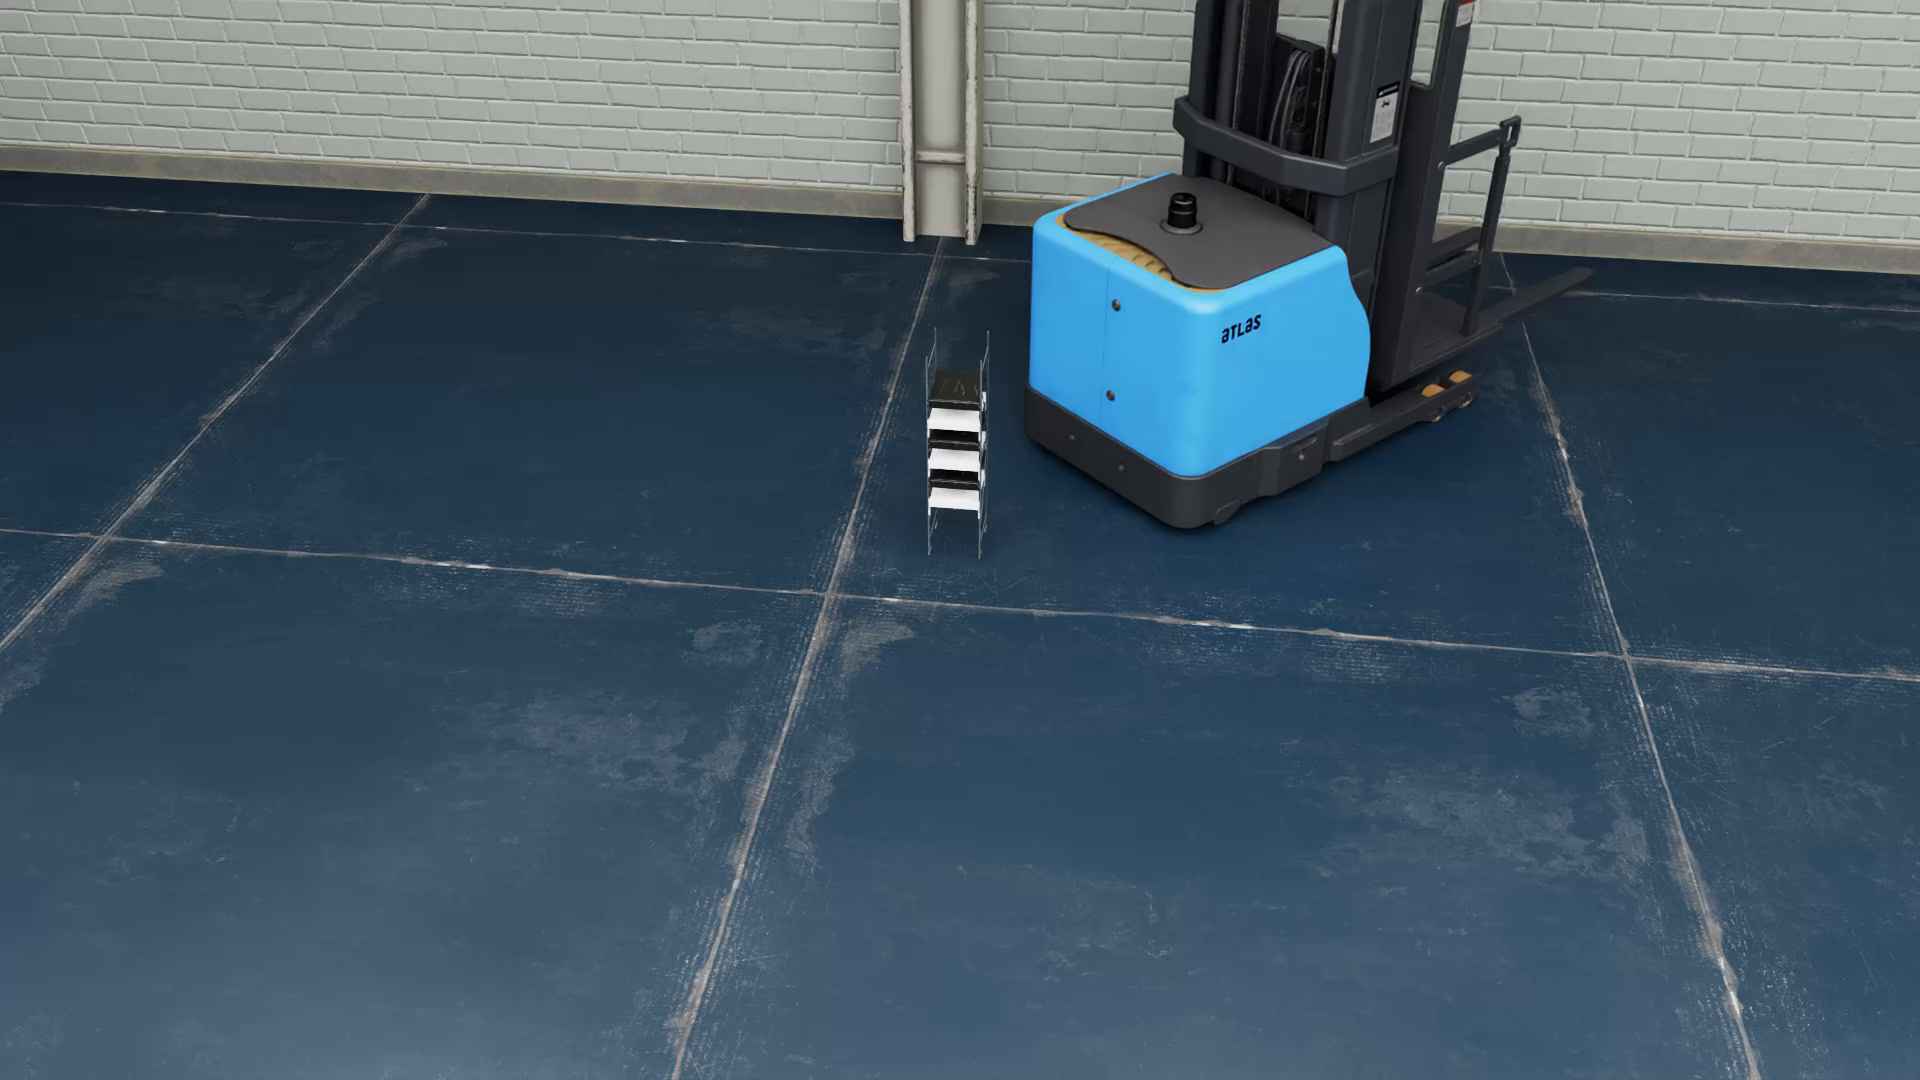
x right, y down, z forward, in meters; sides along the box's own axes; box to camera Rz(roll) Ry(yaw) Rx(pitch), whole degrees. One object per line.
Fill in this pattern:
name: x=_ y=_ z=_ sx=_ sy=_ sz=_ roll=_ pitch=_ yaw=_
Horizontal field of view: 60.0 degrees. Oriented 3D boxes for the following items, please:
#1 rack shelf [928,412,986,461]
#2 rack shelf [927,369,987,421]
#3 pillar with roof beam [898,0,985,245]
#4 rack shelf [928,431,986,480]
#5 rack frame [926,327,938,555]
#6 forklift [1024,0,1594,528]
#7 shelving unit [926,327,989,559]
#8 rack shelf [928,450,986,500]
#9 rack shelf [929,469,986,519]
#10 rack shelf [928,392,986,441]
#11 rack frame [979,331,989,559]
rack shelf: x=-0.008 y=-0.413 z=6.457 sx=0.200 sy=0.077 sz=0.258 roll=4 pitch=36 yaw=6
rack shelf: x=-0.008 y=-0.560 z=6.352 sx=0.200 sy=0.077 sz=0.258 roll=4 pitch=36 yaw=6
pillar with roof beam: x=-0.639 y=-2.880 z=3.039 sx=0.400 sy=9.000 sz=9.100 roll=4 pitch=36 yaw=6
rack shelf: x=-0.008 y=-0.340 z=6.509 sx=0.200 sy=0.077 sz=0.258 roll=4 pitch=36 yaw=6
rack frame: x=-0.109 y=-0.374 z=6.500 sx=0.006 sy=0.900 sz=0.240 roll=4 pitch=36 yaw=6
forklift: x=1.749 y=-1.942 z=6.948 sx=3.031 sy=2.935 sz=1.130 roll=-25 pitch=42 yaw=-31
shelving unit: x=-0.008 y=-0.367 z=6.489 sx=0.210 sy=0.900 sz=0.258 roll=4 pitch=36 yaw=6
rack shelf: x=-0.008 y=-0.267 z=6.561 sx=0.200 sy=0.077 sz=0.258 roll=4 pitch=36 yaw=6
rack shelf: x=-0.008 y=-0.193 z=6.613 sx=0.200 sy=0.077 sz=0.258 roll=4 pitch=36 yaw=6
rack shelf: x=-0.008 y=-0.486 z=6.404 sx=0.200 sy=0.077 sz=0.258 roll=4 pitch=36 yaw=6
rack frame: x=0.093 y=-0.359 z=6.479 sx=0.006 sy=0.900 sz=0.240 roll=4 pitch=36 yaw=6
